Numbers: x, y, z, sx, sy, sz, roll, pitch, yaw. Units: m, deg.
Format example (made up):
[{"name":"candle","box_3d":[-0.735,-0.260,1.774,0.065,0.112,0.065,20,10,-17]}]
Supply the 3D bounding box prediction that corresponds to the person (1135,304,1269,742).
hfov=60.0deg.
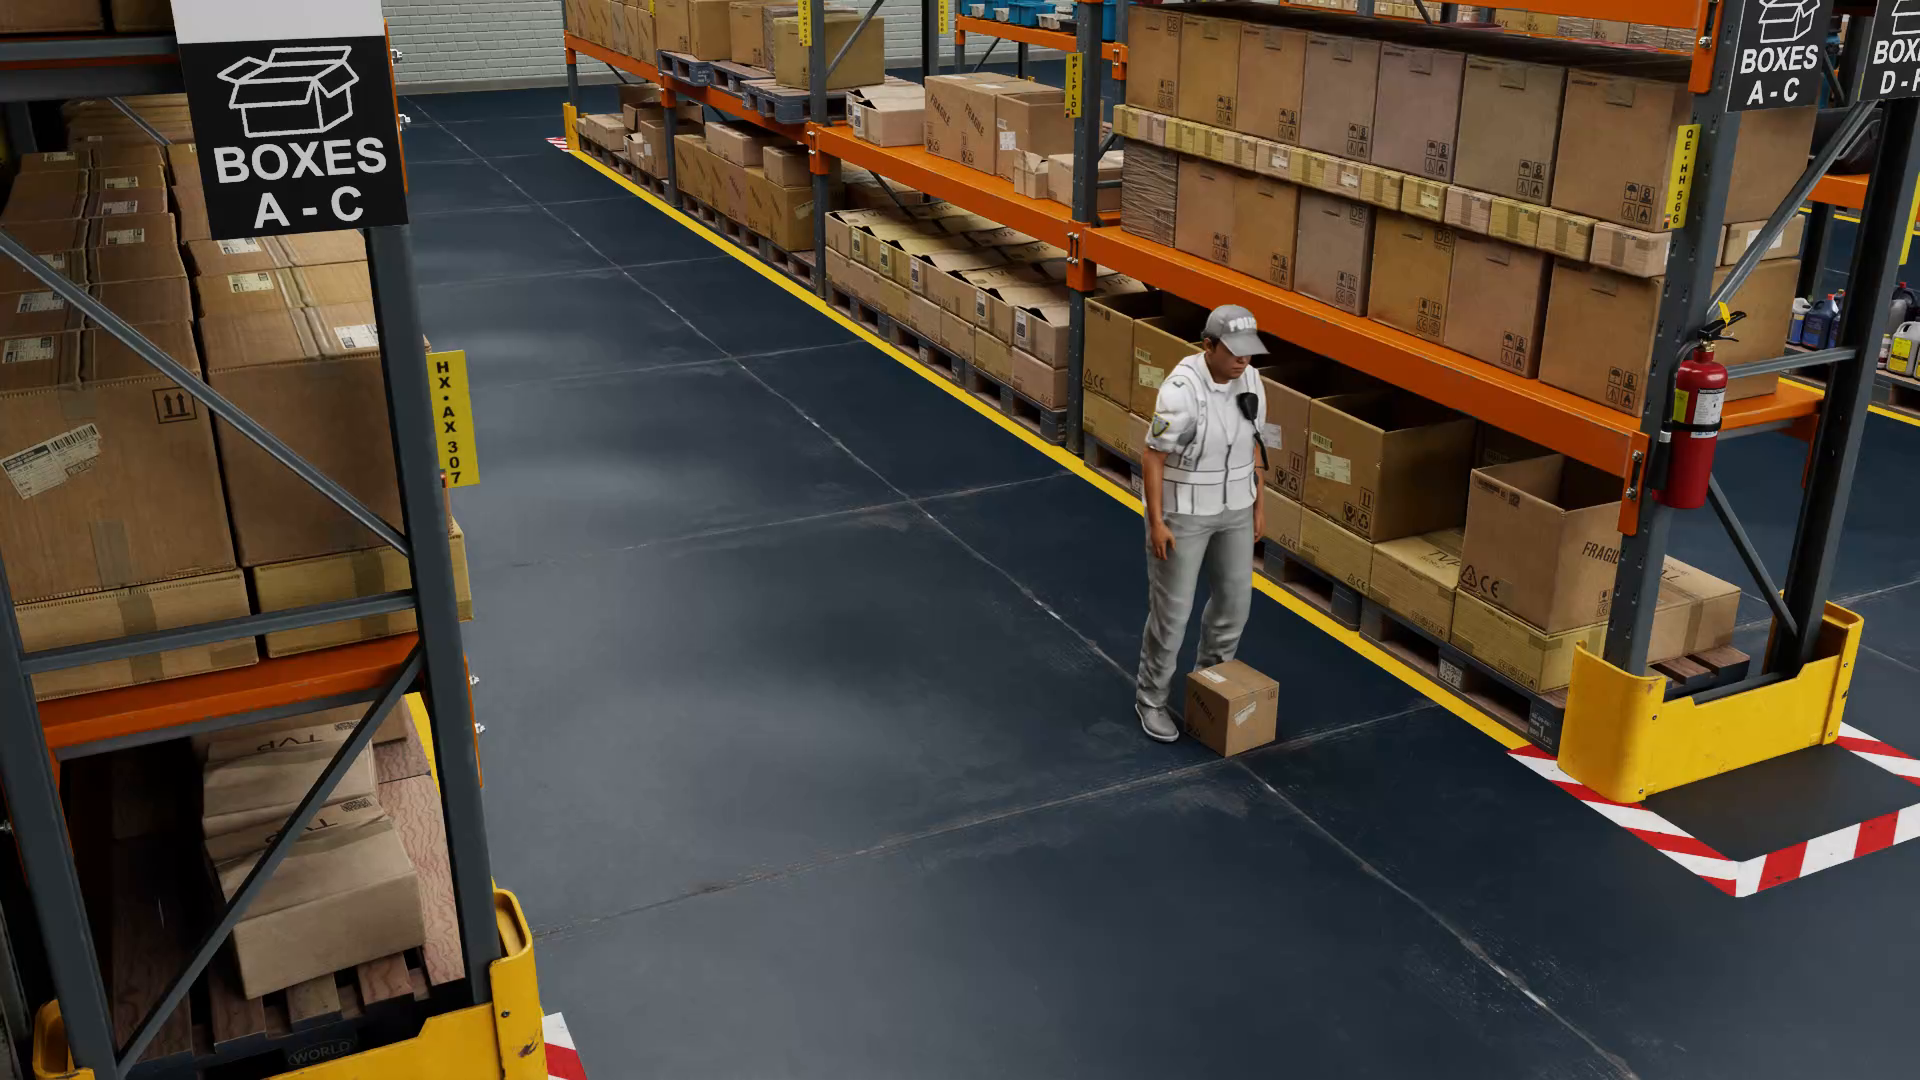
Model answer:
[{"name":"person","box_3d":[0.927,-0.084,6.287,0.539,1.666,0.465,-11,25,-24]}]
